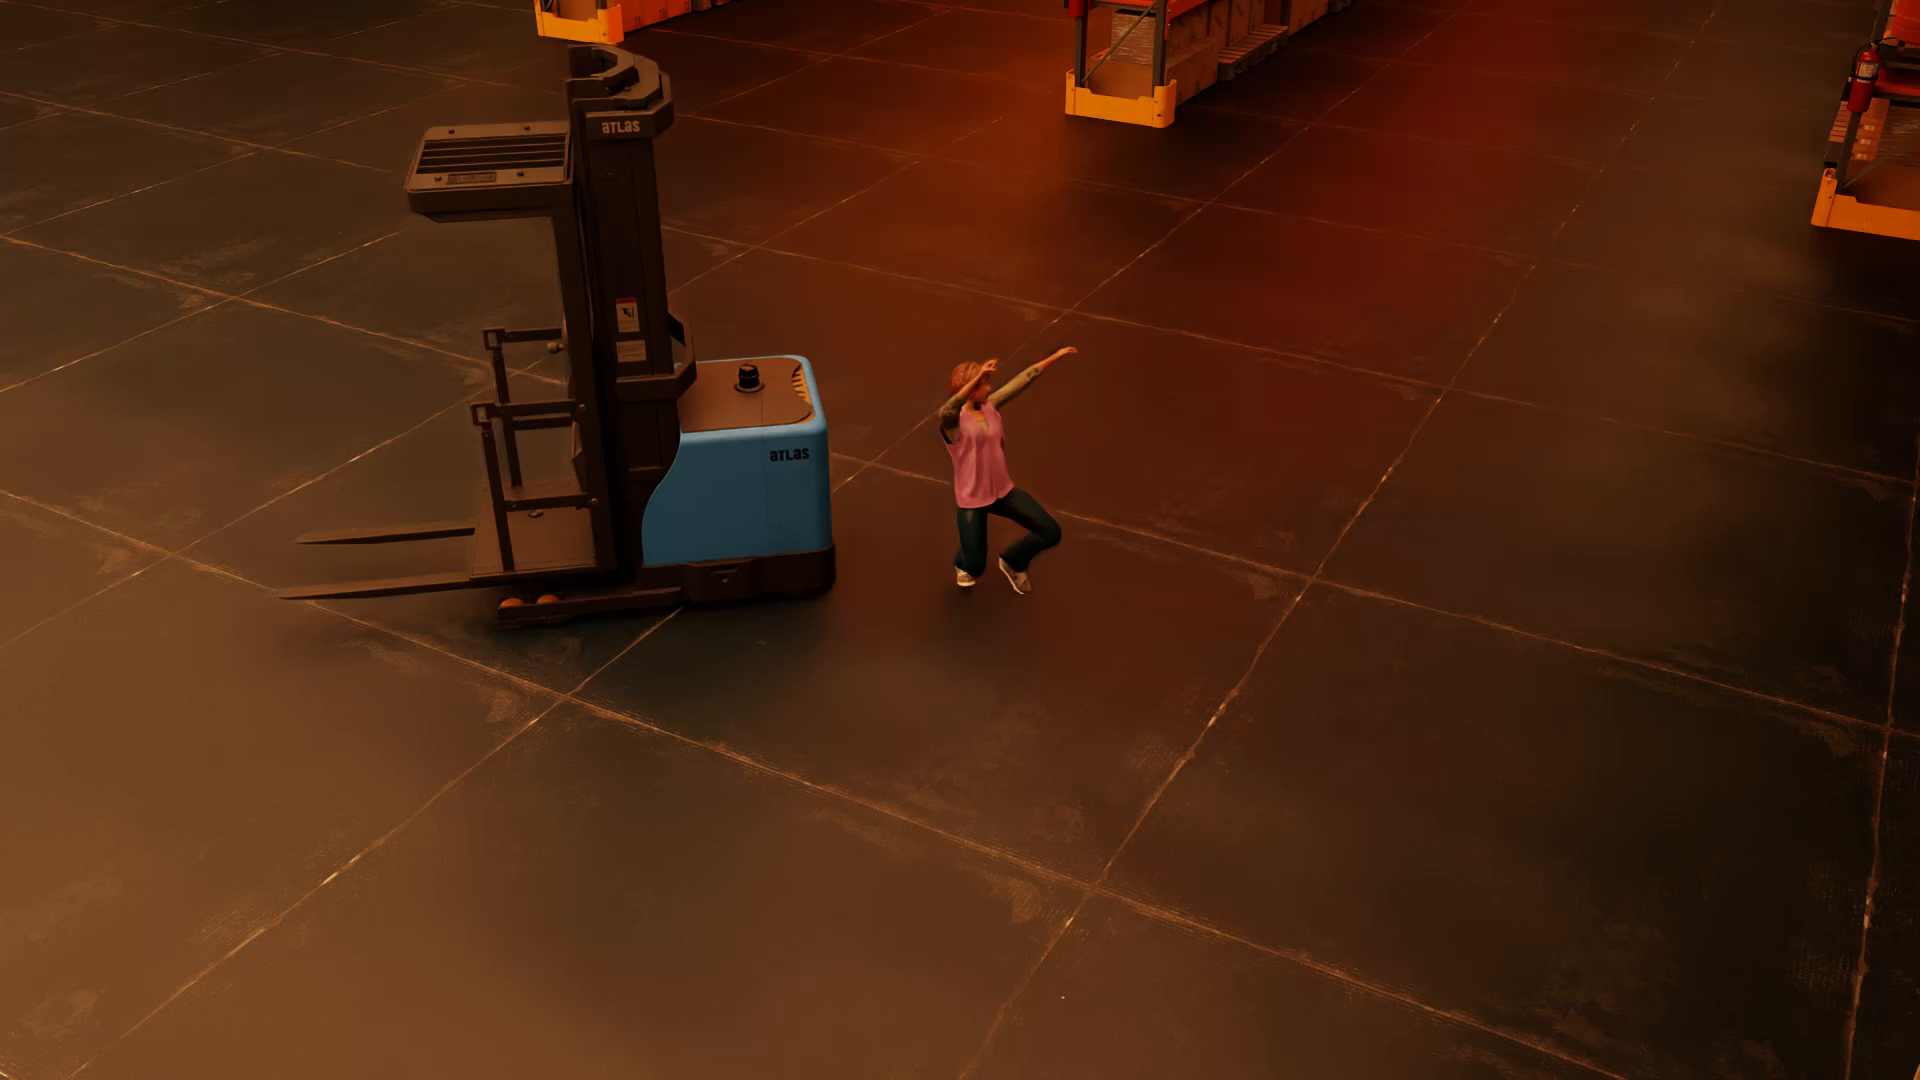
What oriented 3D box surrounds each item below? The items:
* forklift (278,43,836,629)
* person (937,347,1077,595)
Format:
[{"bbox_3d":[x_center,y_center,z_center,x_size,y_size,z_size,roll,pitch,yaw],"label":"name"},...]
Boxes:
[{"bbox_3d":[-2.272,-1.066,8.918,3.031,2.935,1.130,-5,30,-9],"label":"forklift"},{"bbox_3d":[0.315,-0.393,9.193,0.938,1.510,0.727,-17,34,-27],"label":"person"}]
